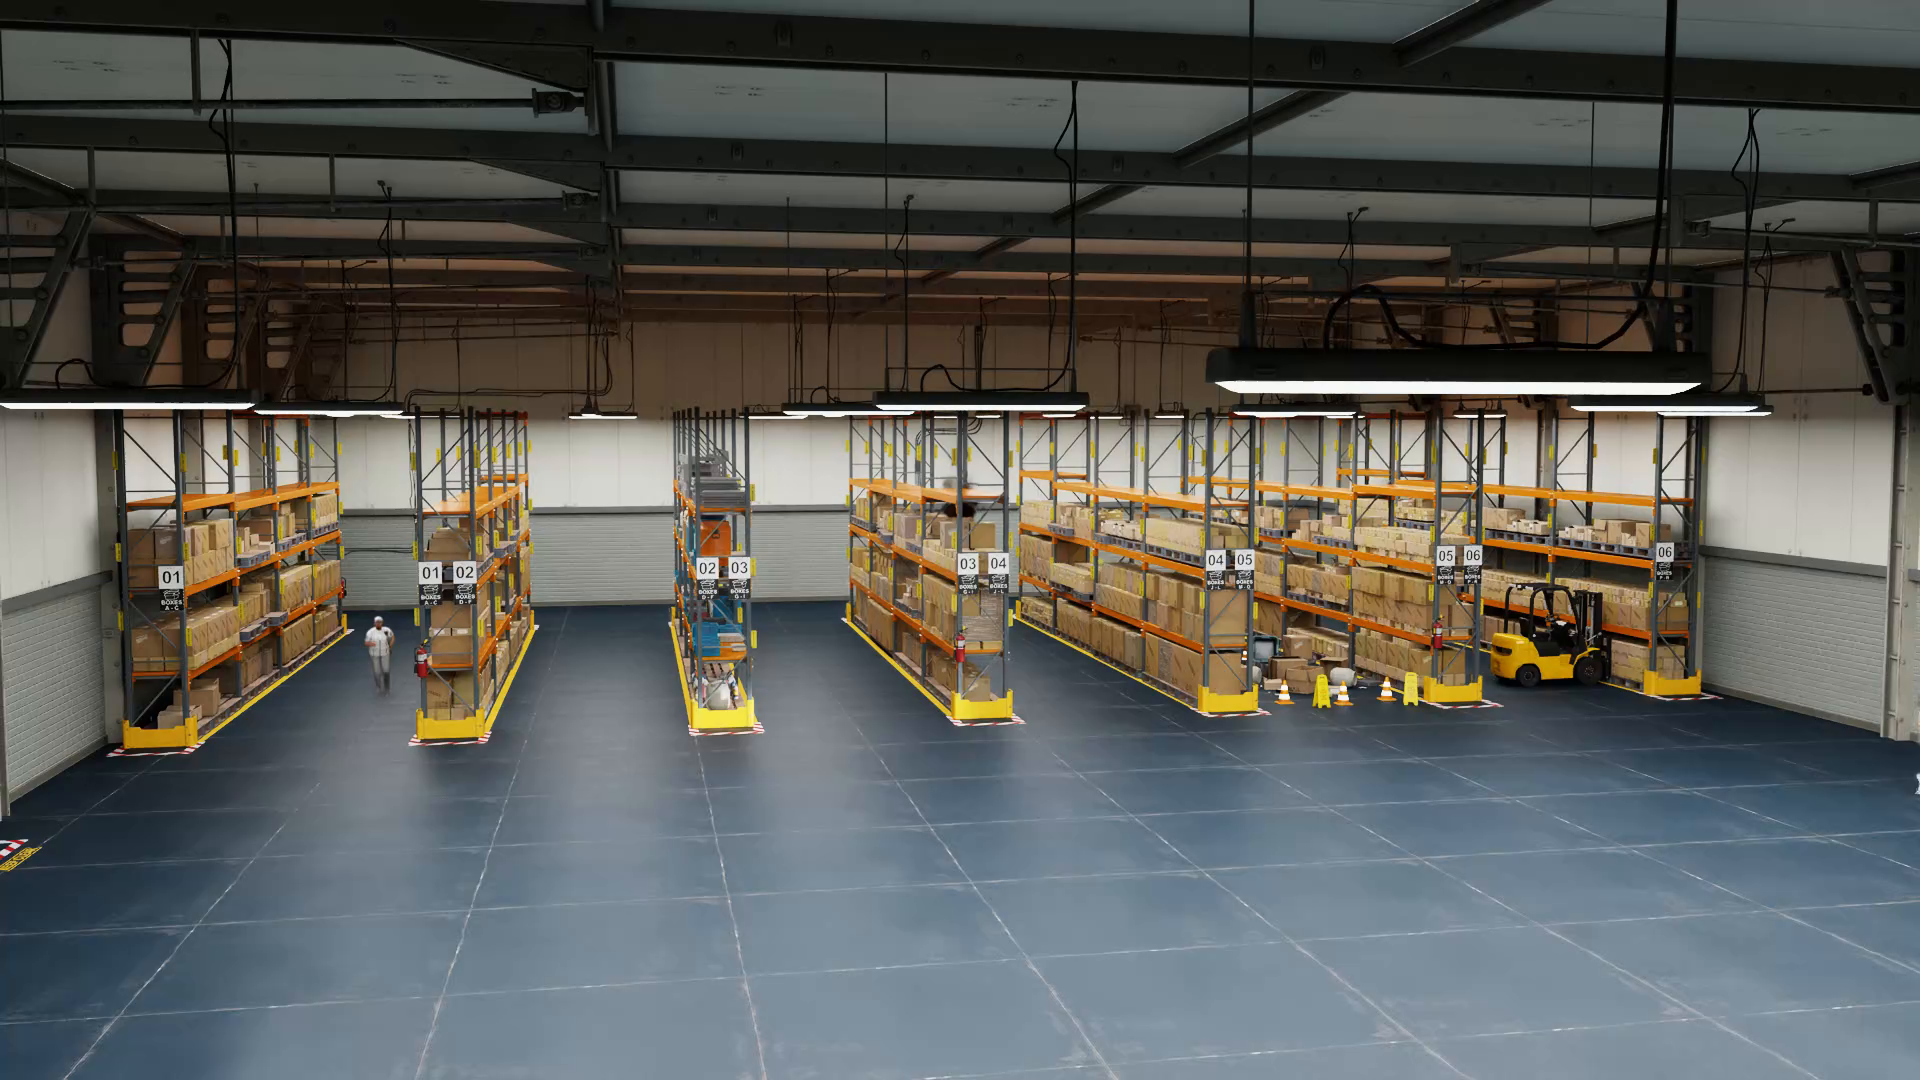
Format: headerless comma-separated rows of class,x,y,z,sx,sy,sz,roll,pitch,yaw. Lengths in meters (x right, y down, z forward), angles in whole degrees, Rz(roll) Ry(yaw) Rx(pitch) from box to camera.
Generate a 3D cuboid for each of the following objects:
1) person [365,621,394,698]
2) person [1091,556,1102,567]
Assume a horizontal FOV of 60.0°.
person,-12.094,2.452,34.668,0.583,1.707,0.746,-1,4,-17
person,3.918,1.371,48.542,0.740,1.806,0.888,-1,4,-19
